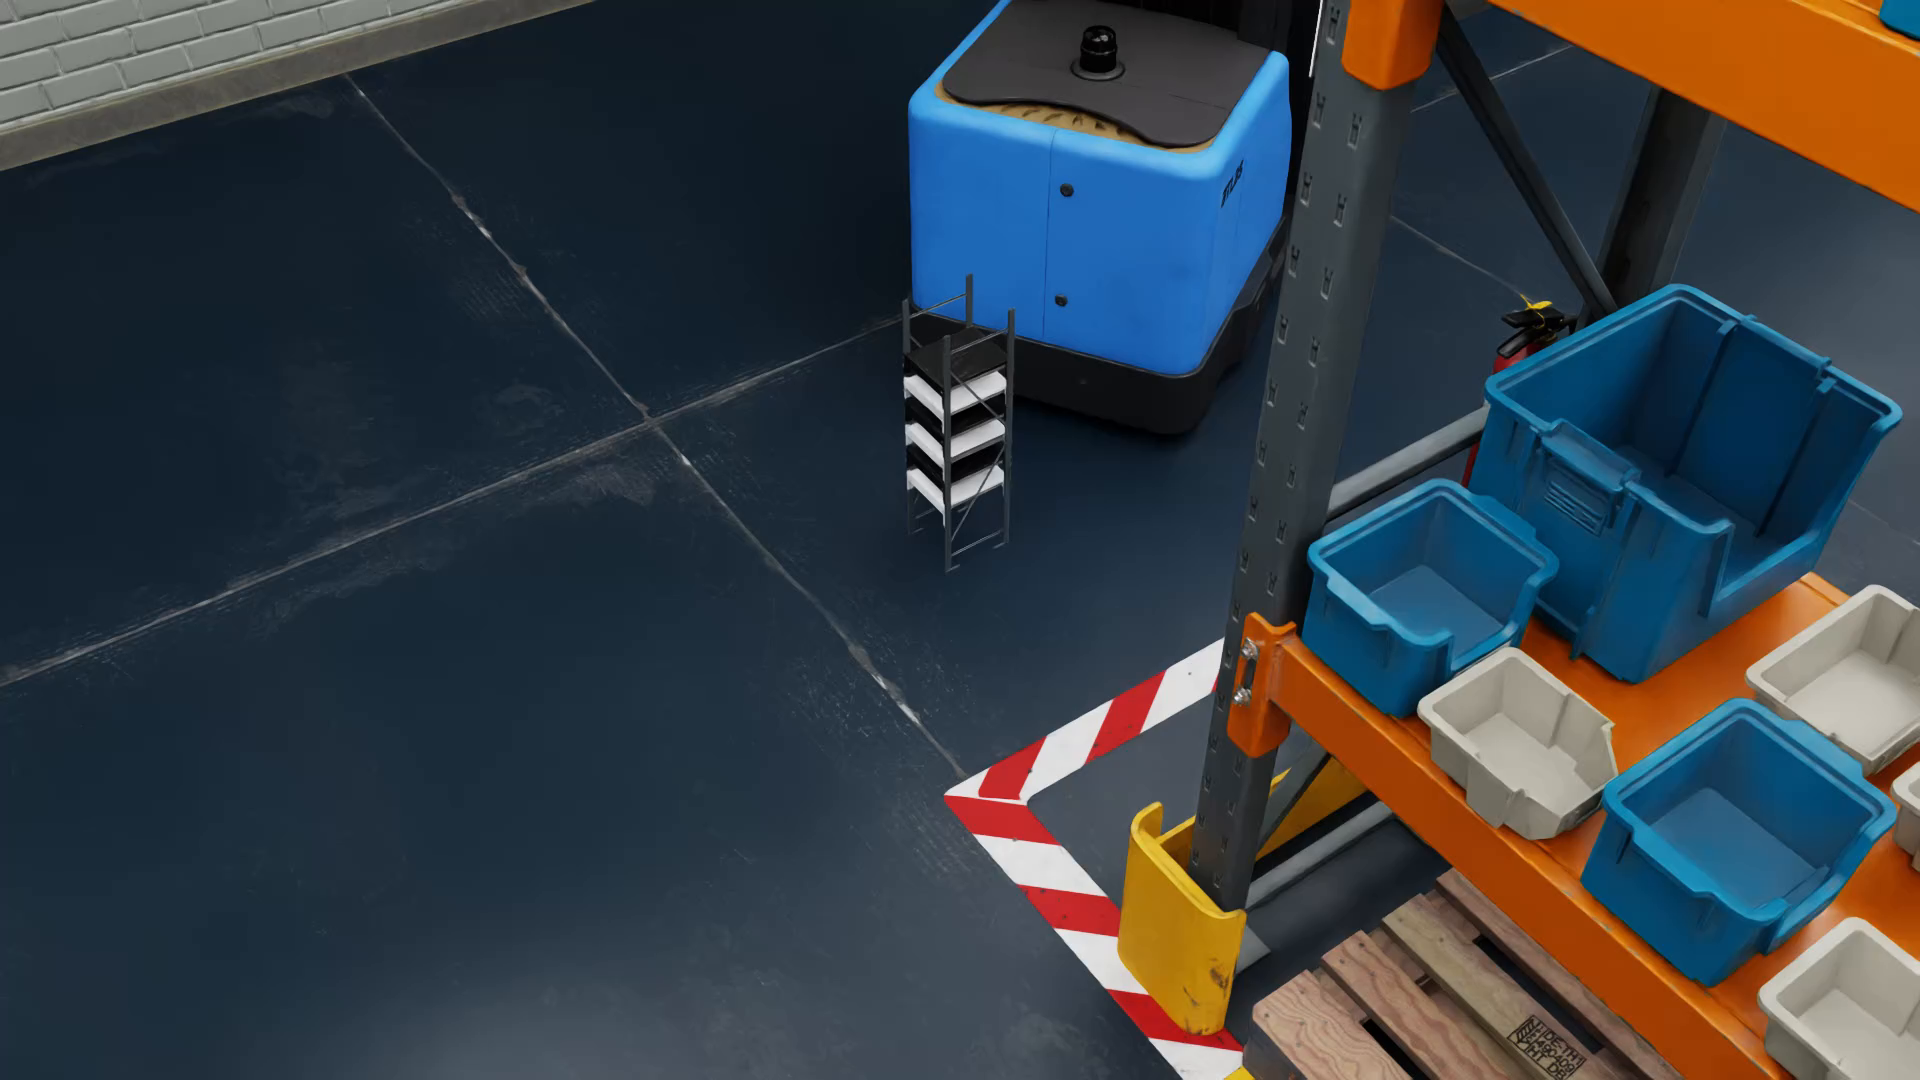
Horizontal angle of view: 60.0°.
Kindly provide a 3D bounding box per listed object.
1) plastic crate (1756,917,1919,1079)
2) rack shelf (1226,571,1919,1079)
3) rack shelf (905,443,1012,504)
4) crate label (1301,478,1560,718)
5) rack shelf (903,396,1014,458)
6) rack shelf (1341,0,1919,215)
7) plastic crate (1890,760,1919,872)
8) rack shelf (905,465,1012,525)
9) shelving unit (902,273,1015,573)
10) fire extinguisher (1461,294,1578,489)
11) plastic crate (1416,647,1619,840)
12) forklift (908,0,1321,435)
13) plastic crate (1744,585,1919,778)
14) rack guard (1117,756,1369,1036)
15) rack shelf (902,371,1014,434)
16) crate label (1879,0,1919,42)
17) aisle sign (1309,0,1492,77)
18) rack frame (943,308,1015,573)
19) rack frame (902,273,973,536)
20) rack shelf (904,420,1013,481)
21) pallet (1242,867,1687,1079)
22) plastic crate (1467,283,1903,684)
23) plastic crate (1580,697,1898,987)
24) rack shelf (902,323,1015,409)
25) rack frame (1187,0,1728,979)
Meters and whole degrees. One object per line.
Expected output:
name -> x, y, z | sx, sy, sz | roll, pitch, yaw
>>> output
plastic crate -> 1.345, 0.749, 2.441 | 0.250, 0.136, 0.298 | -26, 49, -24
rack shelf -> 2.115, 1.200, 2.342 | 1.077, 0.370, 4.000 | -26, 49, -24
rack shelf -> -0.005, -0.241, 5.029 | 0.258, 0.077, 0.200 | -26, 49, -24
crate label -> 0.842, 0.115, 3.035 | 0.416, 0.233, 0.303 | -26, 49, -24
rack shelf -> -0.005, -0.371, 4.905 | 0.258, 0.077, 0.200 | -26, 49, -24
rack shelf -> 2.115, 0.115, 1.306 | 1.077, 0.370, 4.000 | -26, 49, -24
plastic crate -> 1.740, 0.441, 2.764 | 0.396, 0.136, 0.243 | -26, 49, -24
rack shelf -> -0.005, -0.176, 5.091 | 0.258, 0.077, 0.200 | -26, 49, -24
shelving unit -> -0.005, -0.330, 4.944 | 0.258, 0.900, 0.210 | -26, 49, -24
fire extinguisher -> 1.257, -0.295, 3.713 | 0.296, 0.674, 0.183 | -26, 49, -24
plastic crate -> 0.957, 0.365, 2.843 | 0.250, 0.136, 0.298 | -26, 49, -24
forklift -> 0.881, -2.436, 5.679 | 1.130, 2.935, 3.031 | 17, 46, 17
plastic crate -> 1.586, 0.271, 2.942 | 0.396, 0.136, 0.243 | -26, 49, -24
rack guard -> 0.946, 0.702, 4.152 | 1.175, 0.500, 0.348 | -26, 49, -24
rack shelf -> -0.005, -0.436, 4.843 | 0.258, 0.077, 0.200 | -26, 49, -24
crate label -> 1.233, -0.574, 1.615 | 0.408, 0.251, 0.502 | -26, 49, -24
aisle sign -> 0.686, -1.057, 2.302 | 0.394, 0.787, 0.004 | -26, 49, -24
rack frame -> 0.054, -0.273, 4.884 | 0.240, 0.900, 0.006 | -26, 49, -24
rack frame -> -0.063, -0.388, 5.004 | 0.240, 0.900, 0.006 | -26, 49, -24
rack shelf -> -0.005, -0.306, 4.967 | 0.258, 0.077, 0.200 | -26, 49, -24
pallet -> 1.411, 1.298, 3.738 | 1.003, 0.211, 1.213 | -26, 49, -24
plastic crate -> 1.315, -0.112, 3.126 | 0.616, 0.435, 0.499 | -26, 49, -24
plastic crate -> 1.218, 0.488, 2.644 | 0.416, 0.233, 0.300 | -26, 49, -24
rack shelf -> -0.005, -0.501, 4.781 | 0.258, 0.077, 0.200 | -26, 49, -24
rack frame -> 0.971, -0.193, 3.280 | 1.000, 3.000, 0.127 | -26, 49, -24
